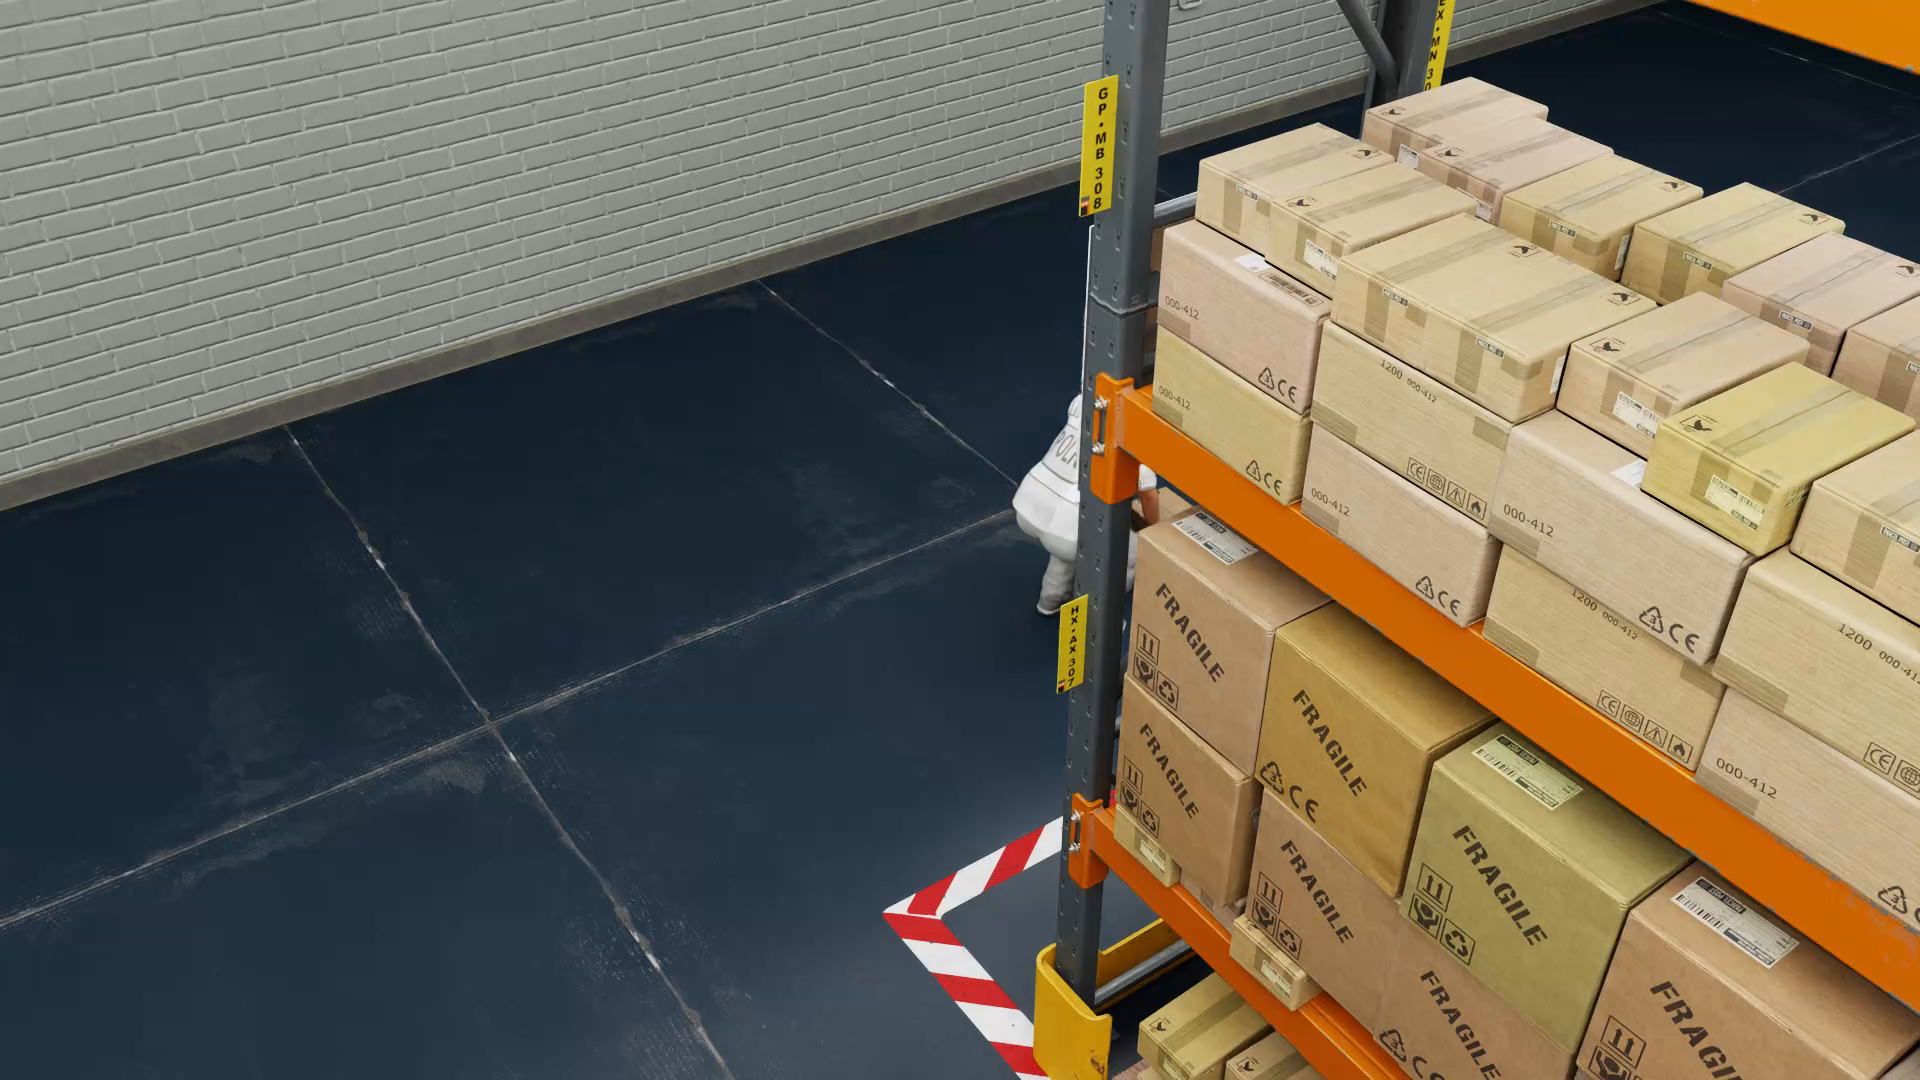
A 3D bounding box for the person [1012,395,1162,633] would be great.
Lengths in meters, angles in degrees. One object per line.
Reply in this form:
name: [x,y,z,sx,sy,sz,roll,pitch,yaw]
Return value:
person: [0.606,-0.162,7.581,0.794,1.239,0.541,-23,42,-27]
